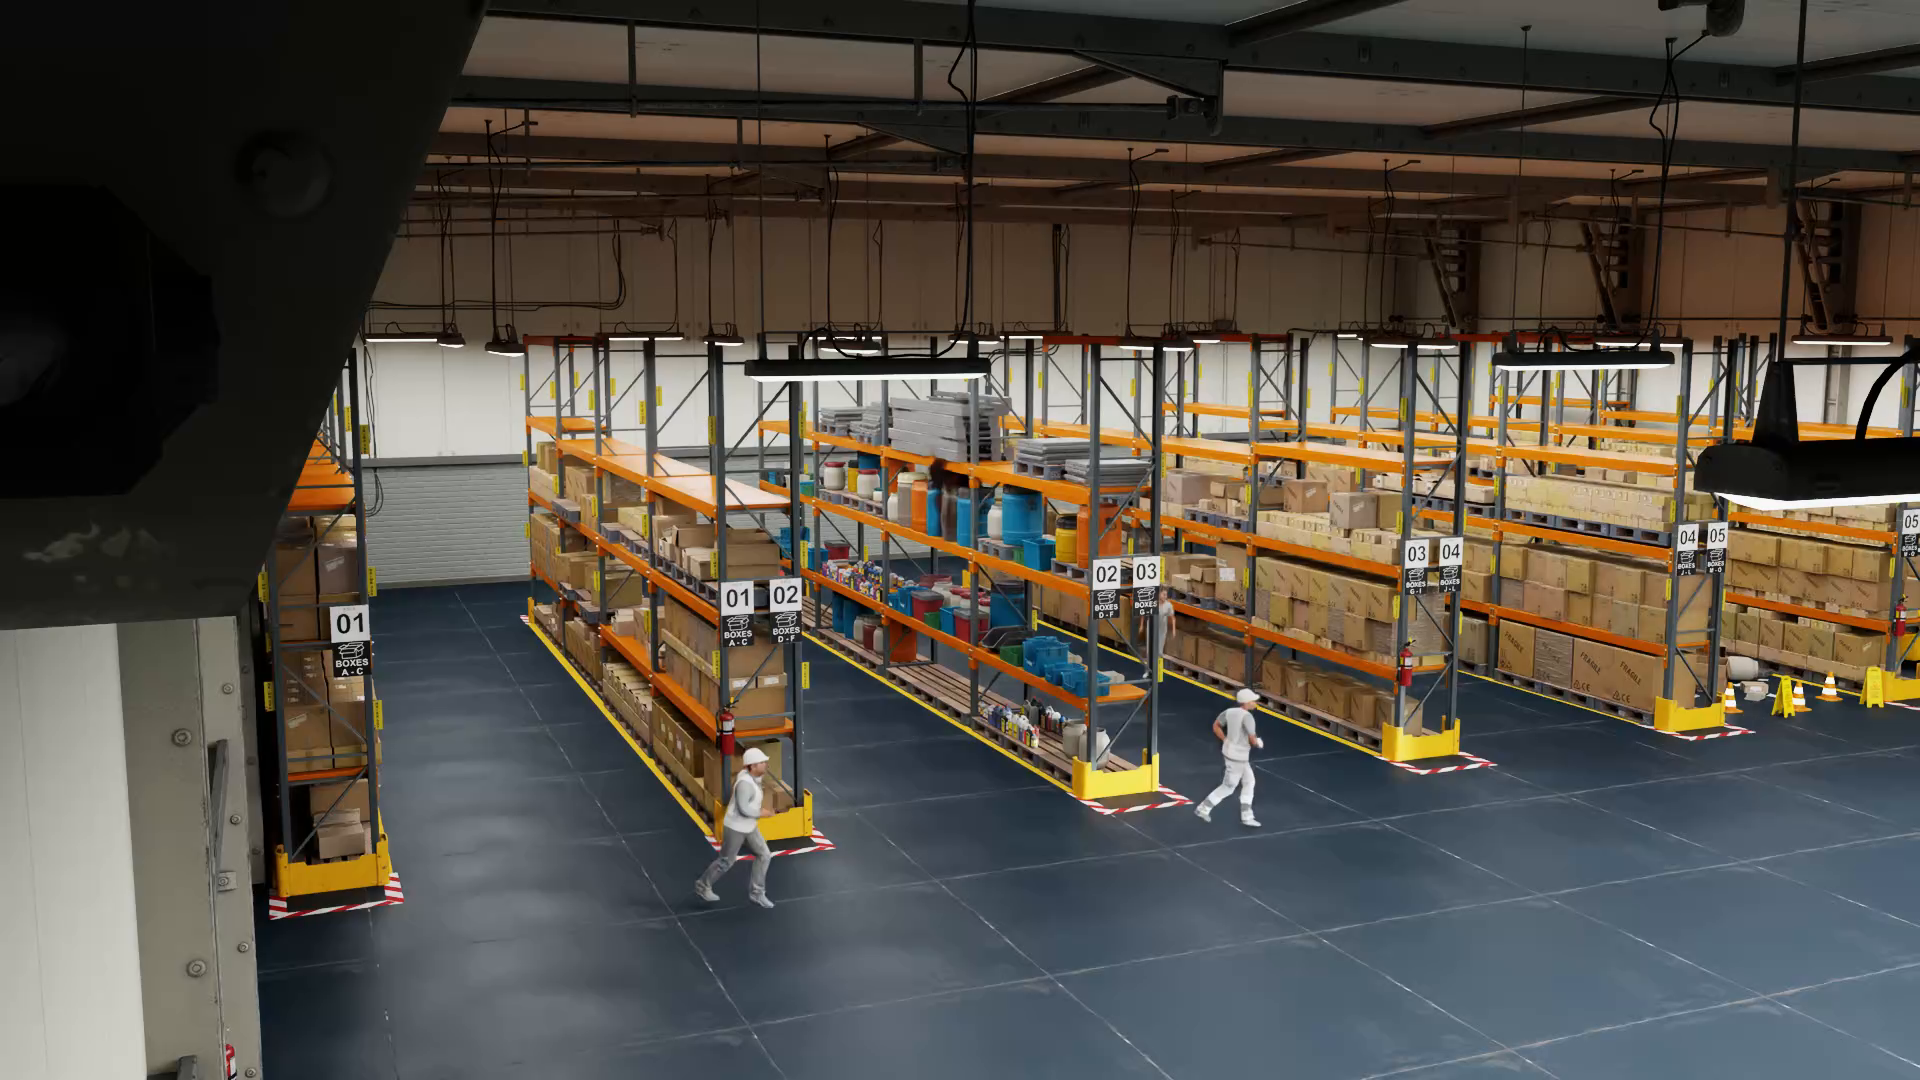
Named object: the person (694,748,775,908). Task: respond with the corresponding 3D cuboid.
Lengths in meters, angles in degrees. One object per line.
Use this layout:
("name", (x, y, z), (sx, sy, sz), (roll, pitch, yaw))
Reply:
("person", (-2.431, 3.106, 17.942), (0.903, 1.768, 0.674), (1, 8, 6))

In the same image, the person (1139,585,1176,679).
("person", (3.329, 1.542, 27.991), (0.573, 1.609, 0.657), (-1, 8, -5))

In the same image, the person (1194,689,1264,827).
("person", (3.355, 2.722, 20.611), (0.852, 1.766, 0.612), (-1, 8, -8))

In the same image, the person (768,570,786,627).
("person", (-3.412, 1.378, 31.074), (0.659, 1.722, 0.863), (-3, 8, -23))
